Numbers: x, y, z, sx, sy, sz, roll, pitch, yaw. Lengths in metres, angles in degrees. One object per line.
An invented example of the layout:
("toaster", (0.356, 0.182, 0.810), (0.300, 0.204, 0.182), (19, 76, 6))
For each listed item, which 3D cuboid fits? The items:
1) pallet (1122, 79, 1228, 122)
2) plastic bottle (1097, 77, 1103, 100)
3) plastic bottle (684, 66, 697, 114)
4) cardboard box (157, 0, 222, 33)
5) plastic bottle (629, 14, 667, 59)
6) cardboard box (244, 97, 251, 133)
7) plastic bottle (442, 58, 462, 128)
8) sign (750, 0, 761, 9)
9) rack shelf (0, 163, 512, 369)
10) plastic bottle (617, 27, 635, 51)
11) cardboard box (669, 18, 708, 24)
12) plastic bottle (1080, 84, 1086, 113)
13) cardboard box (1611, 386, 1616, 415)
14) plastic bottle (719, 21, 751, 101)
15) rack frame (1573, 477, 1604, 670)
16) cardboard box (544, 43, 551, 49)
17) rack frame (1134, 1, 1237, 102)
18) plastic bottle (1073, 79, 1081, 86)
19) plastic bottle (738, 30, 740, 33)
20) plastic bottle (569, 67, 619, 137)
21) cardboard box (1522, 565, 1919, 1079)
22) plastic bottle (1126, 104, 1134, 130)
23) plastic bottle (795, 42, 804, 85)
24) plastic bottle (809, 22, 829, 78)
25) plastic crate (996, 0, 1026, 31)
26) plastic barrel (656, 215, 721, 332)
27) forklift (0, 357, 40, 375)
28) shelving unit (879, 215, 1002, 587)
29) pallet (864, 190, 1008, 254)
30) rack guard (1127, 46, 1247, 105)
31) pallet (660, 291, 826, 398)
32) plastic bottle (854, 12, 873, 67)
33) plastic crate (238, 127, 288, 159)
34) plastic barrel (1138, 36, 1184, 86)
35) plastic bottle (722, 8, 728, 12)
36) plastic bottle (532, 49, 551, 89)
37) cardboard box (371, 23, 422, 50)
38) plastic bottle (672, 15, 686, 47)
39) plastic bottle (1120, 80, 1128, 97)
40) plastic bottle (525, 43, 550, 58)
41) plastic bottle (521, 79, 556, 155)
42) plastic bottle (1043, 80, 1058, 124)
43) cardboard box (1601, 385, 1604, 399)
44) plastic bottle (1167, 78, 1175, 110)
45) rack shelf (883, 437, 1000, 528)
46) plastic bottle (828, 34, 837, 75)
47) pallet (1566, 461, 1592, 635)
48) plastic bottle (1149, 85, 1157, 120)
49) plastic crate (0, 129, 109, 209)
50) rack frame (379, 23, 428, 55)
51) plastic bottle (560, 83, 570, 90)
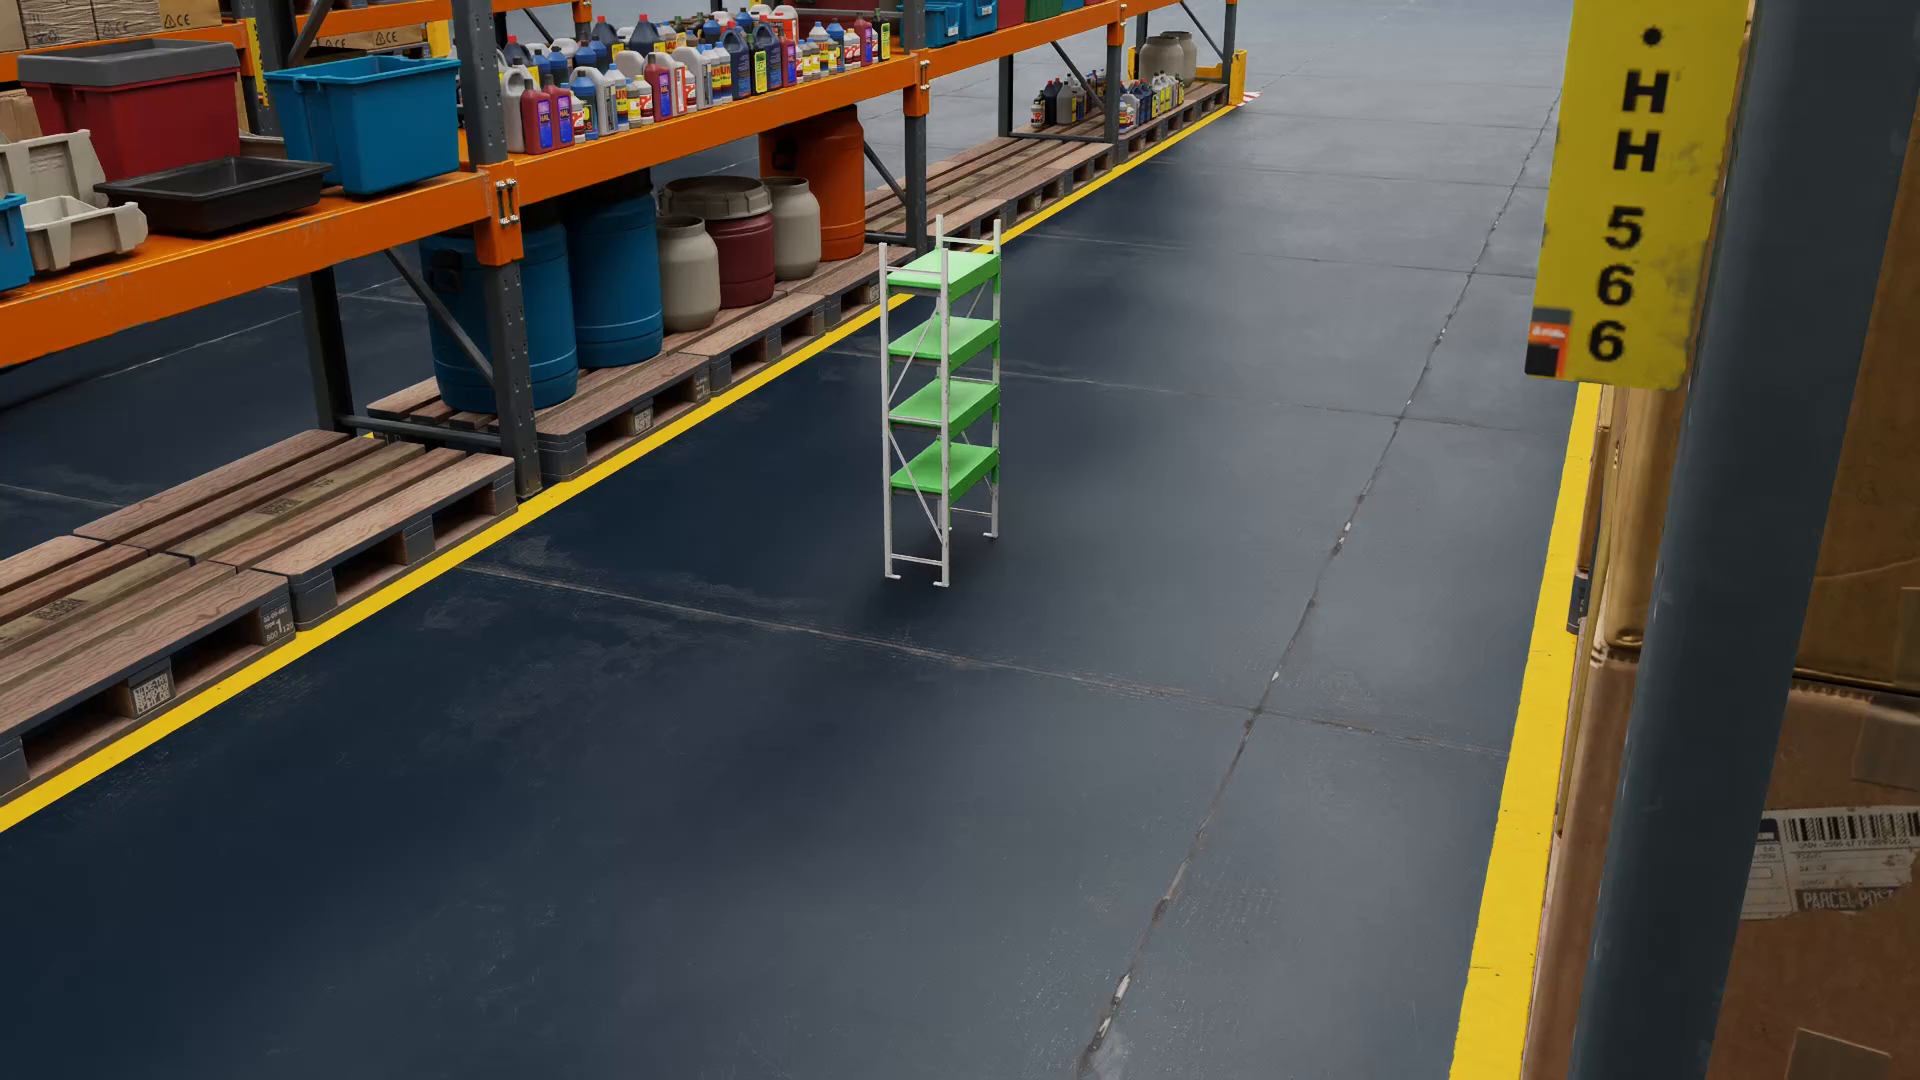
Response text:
("pallet", (1.994, -4.315, 16.305), (1.003, 0.211, 1.213), (9, 24, 20))
("plastic bottle", (1.284, -4.196, 15.463), (0.097, 0.201, 0.097), (0, 23, 0))
("plastic bottle", (-1.234, -2.019, 7.450), (0.097, 0.201, 0.097), (0, 23, 0))
("cardboard box", (-5.238, -3.606, 10.860), (0.500, 0.500, 0.500), (10, 25, 22))
("plastic bottle", (-1.534, -2.405, 8.179), (0.144, 0.351, 0.185), (9, 24, 20))
("cardboard box", (-5.054, -3.064, 12.365), (0.700, 0.500, 0.500), (7, 24, 17))
("plastic bottle", (-2.190, -1.892, 7.048), (0.152, 0.276, 0.135), (9, 24, 20))
("sign", (-1.199, -3.214, 9.841), (0.100, 0.325, 0.005), (9, 24, 20))
("rack shelf", (-2.915, -0.583, 4.688), (1.077, 0.370, 4.000), (9, 24, 20))
("plastic bottle", (-1.662, -2.400, 8.265), (0.152, 0.276, 0.135), (9, 24, 20))
("cardboard box", (-2.751, -5.235, 17.589), (0.500, 0.500, 0.500), (16, 28, 34))
("plastic bottle", (1.067, -3.894, 14.634), (0.061, 0.283, 0.133), (9, 24, 20))
("cardboard box", (1.608, -0.461, 3.332), (0.500, 0.500, 0.500), (9, 24, 20))
("plastic bottle", (-1.081, -2.260, 7.832), (0.144, 0.351, 0.185), (9, 24, 20))
("rack frame", (2.426, -0.920, 4.562), (1.000, 3.000, 0.127), (9, 24, 20))
("cardboard box", (-3.613, -4.381, 15.544), (0.500, 0.500, 0.500), (8, 24, 18))
("rack frame", (2.286, -5.925, 16.543), (1.000, 3.000, 0.127), (9, 24, 20))
("plastic bottle", (1.027, -3.954, 14.786), (0.152, 0.276, 0.135), (9, 24, 21))
("plastic bottle", (-1.067, -2.348, 8.131), (0.061, 0.283, 0.133), (9, 24, 20))
("plastic bottle", (-1.510, -1.816, 6.866), (0.152, 0.276, 0.135), (9, 24, 20))
("cardboard box", (0.854, 0.266, 1.593), (0.500, 0.500, 0.500), (10, 25, 22))
("plastic bottle", (1.401, -3.530, 13.868), (0.097, 0.201, 0.097), (0, 23, 0))
("plastic bottle", (-0.839, -2.400, 8.361), (0.097, 0.201, 0.097), (0, 23, 0))
("plastic bottle", (-0.730, -2.537, 8.598), (0.097, 0.271, 0.097), (0, 23, 0))
("plastic crate", (0.198, -3.626, 10.957), (0.402, 0.464, 0.583), (9, 24, 20))
("plastic barrel", (-1.398, -1.312, 8.181), (0.421, 0.512, 0.421), (0, 23, 0))
("forklift", (-4.985, -1.603, 6.284), (1.130, 2.935, 3.031), (6, 23, 14))
("shelving unit", (-0.062, -0.494, 5.877), (0.258, 1.200, 0.503), (9, 24, 20))
("pallet", (-0.362, -2.047, 10.877), (1.003, 0.211, 1.213), (9, 24, 20))
("rack guard", (2.301, -4.738, 16.944), (1.175, 0.500, 0.348), (9, 24, 20))
("pallet", (-1.395, -1.052, 8.496), (1.003, 0.211, 1.213), (9, 24, 20))
("plastic bottle", (-0.526, -2.720, 9.022), (0.061, 0.283, 0.133), (9, 24, 20))
("plastic crate", (-2.477, -1.391, 5.952), (0.396, 0.136, 0.243), (9, 24, 20))
("plastic barrel", (1.926, -4.545, 15.923), (0.421, 0.512, 0.421), (0, 23, 0))
("plastic bottle", (-1.311, -2.789, 9.186), (0.061, 0.283, 0.133), (9, 24, 20))
("plastic bottle", (-1.880, -2.059, 7.454), (0.097, 0.271, 0.097), (0, 23, 0))
("cardboard box", (-7.071, -6.342, 19.753), (0.875, 0.875, 0.875), (9, 24, 20))
("plastic bottle", (-1.496, -2.610, 8.759), (0.061, 0.283, 0.133), (9, 24, 20))
("plastic bottle", (1.351, -3.725, 14.141), (0.144, 0.351, 0.185), (9, 24, 20))
("plastic bottle", (-1.952, -2.120, 7.595), (0.152, 0.276, 0.135), (9, 24, 20))
("plastic bottle", (-1.639, -1.647, 6.453), (0.061, 0.283, 0.133), (9, 24, 20))
("plastic bottle", (0.772, -3.746, 14.193), (0.144, 0.351, 0.185), (8, 24, 19))
("cardboard box", (2.908, -0.725, 6.766), (0.500, 0.500, 0.500), (8, 24, 18))
("plastic bottle", (1.840, -4.015, 14.934), (0.152, 0.276, 0.135), (8, 24, 19))
("rack shelf", (-0.061, -0.214, 5.994), (0.258, 0.148, 0.480), (9, 24, 20))
("plastic bottle", (-0.694, -2.539, 8.695), (0.097, 0.201, 0.097), (0, 23, 0))
("pallet", (2.693, 0.070, 5.809), (1.003, 0.211, 1.213), (9, 24, 20))
("plastic bottle", (1.655, -3.793, 14.393), (0.061, 0.283, 0.133), (10, 25, 22))
("plastic crate", (-2.910, -1.084, 5.029), (0.437, 0.282, 0.530), (9, 24, 20))
("rack frame", (-6.880, -7.381, 20.028), (1.000, 3.000, 0.127), (9, 24, 20))
("plastic bottle", (-1.633, -1.792, 6.907), (0.097, 0.201, 0.097), (0, 23, 0))
